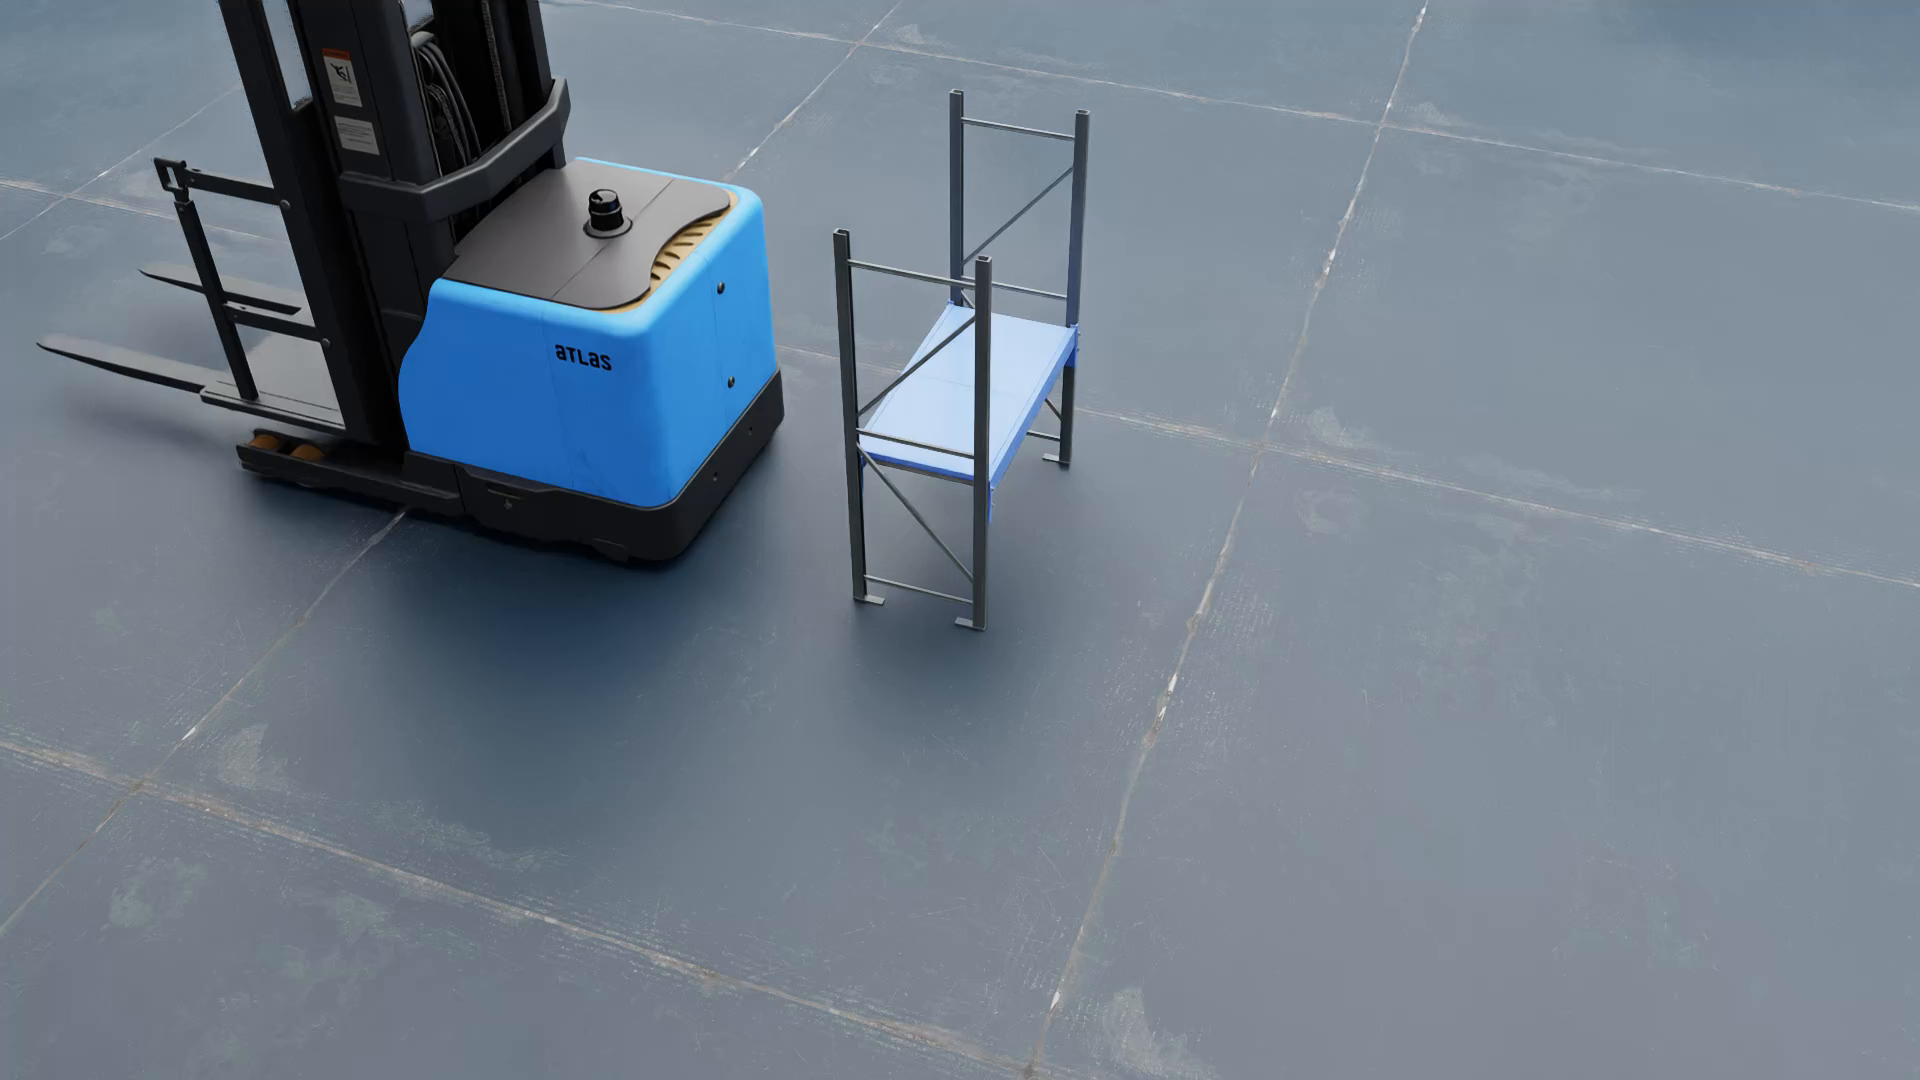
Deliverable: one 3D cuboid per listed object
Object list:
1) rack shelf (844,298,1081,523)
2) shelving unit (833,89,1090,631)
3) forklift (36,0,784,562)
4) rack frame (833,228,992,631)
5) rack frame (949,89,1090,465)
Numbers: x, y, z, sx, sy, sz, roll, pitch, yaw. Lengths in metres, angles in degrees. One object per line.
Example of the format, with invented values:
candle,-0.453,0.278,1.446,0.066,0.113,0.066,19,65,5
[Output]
rack shelf,0.029,-0.486,5.941,0.538,0.185,1.000,13,42,15
shelving unit,0.029,-0.623,5.824,0.538,1.500,1.048,13,42,15
forklift,-2.283,-1.625,5.896,3.031,2.935,1.130,13,42,15
rack frame,-0.145,-0.313,5.461,0.500,1.500,0.032,13,42,15
rack frame,0.203,-0.933,6.188,0.500,1.500,0.032,13,42,15
